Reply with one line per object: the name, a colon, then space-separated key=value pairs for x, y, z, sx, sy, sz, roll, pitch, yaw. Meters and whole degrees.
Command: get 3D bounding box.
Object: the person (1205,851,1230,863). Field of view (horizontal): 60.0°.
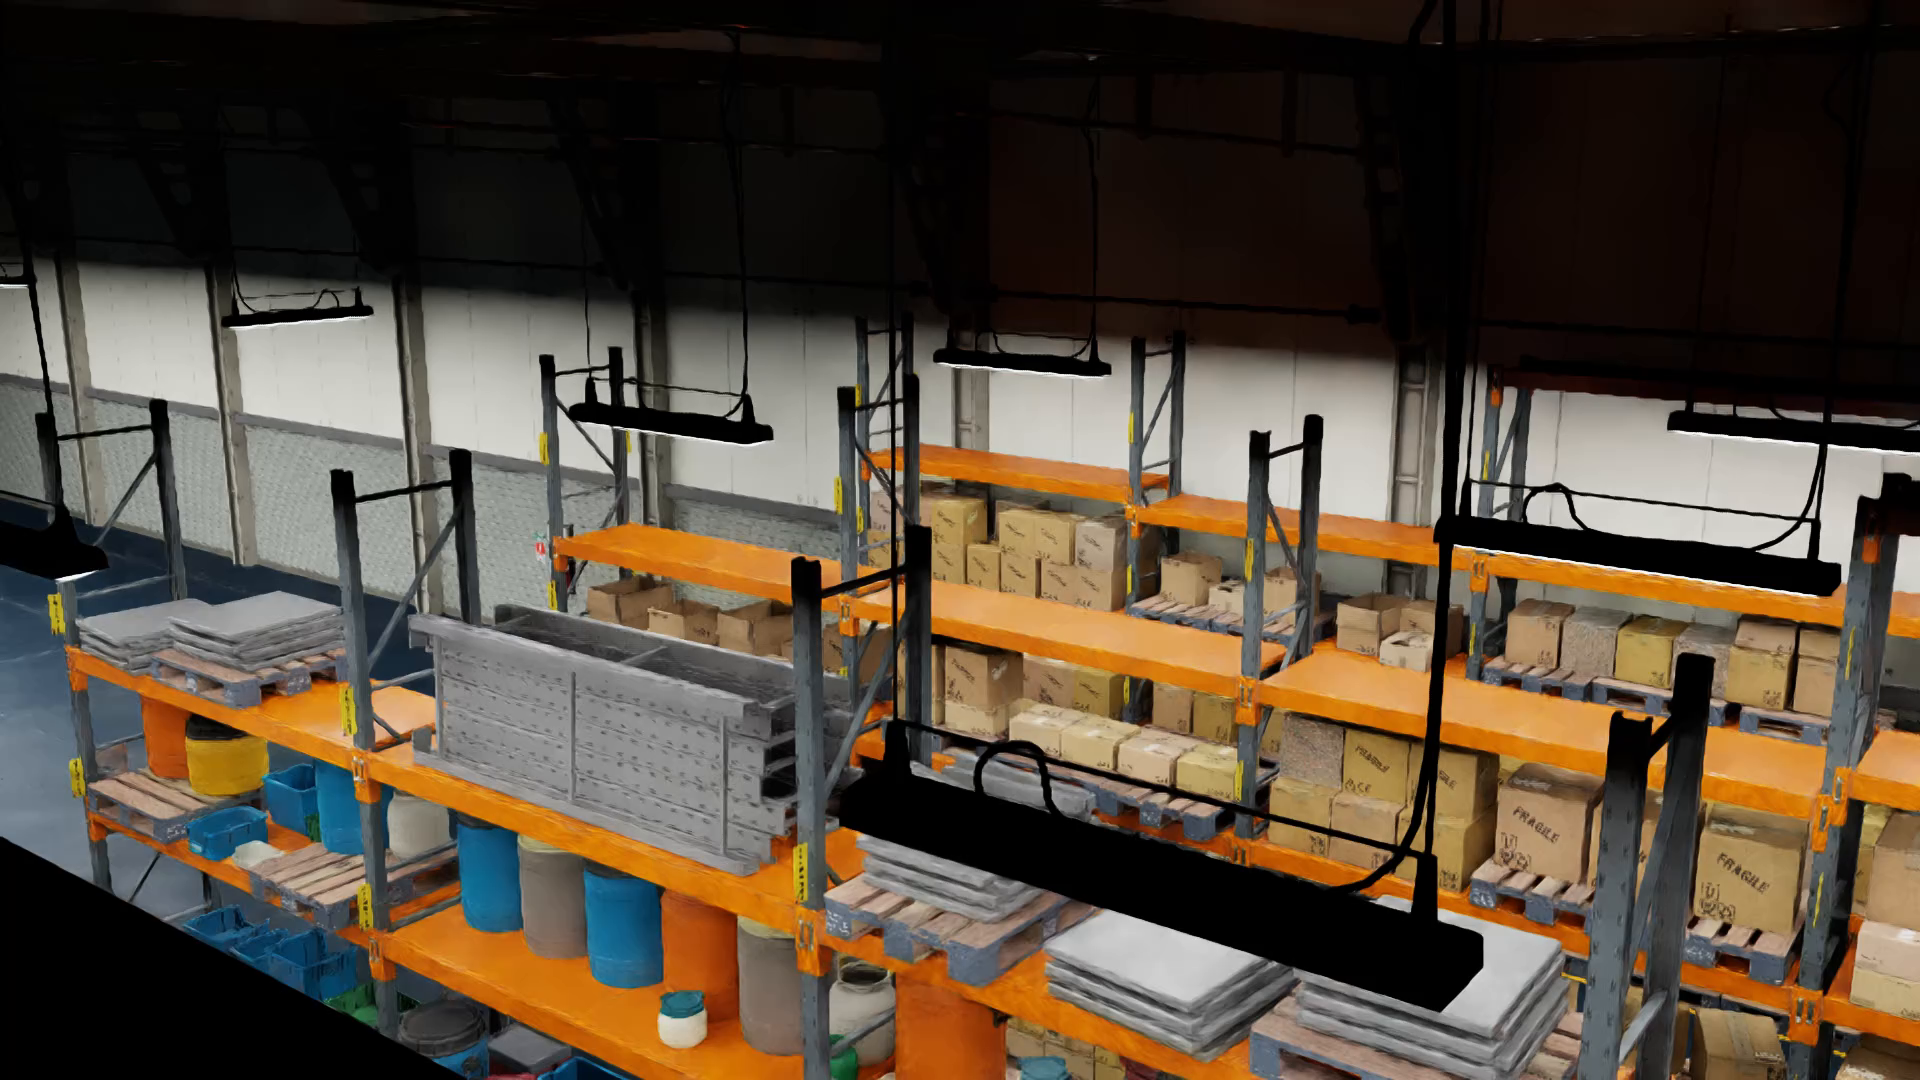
person: x=2.813 y=3.211 z=17.594 sx=0.849 sy=1.717 sz=0.701 roll=5 pitch=14 yaw=20
